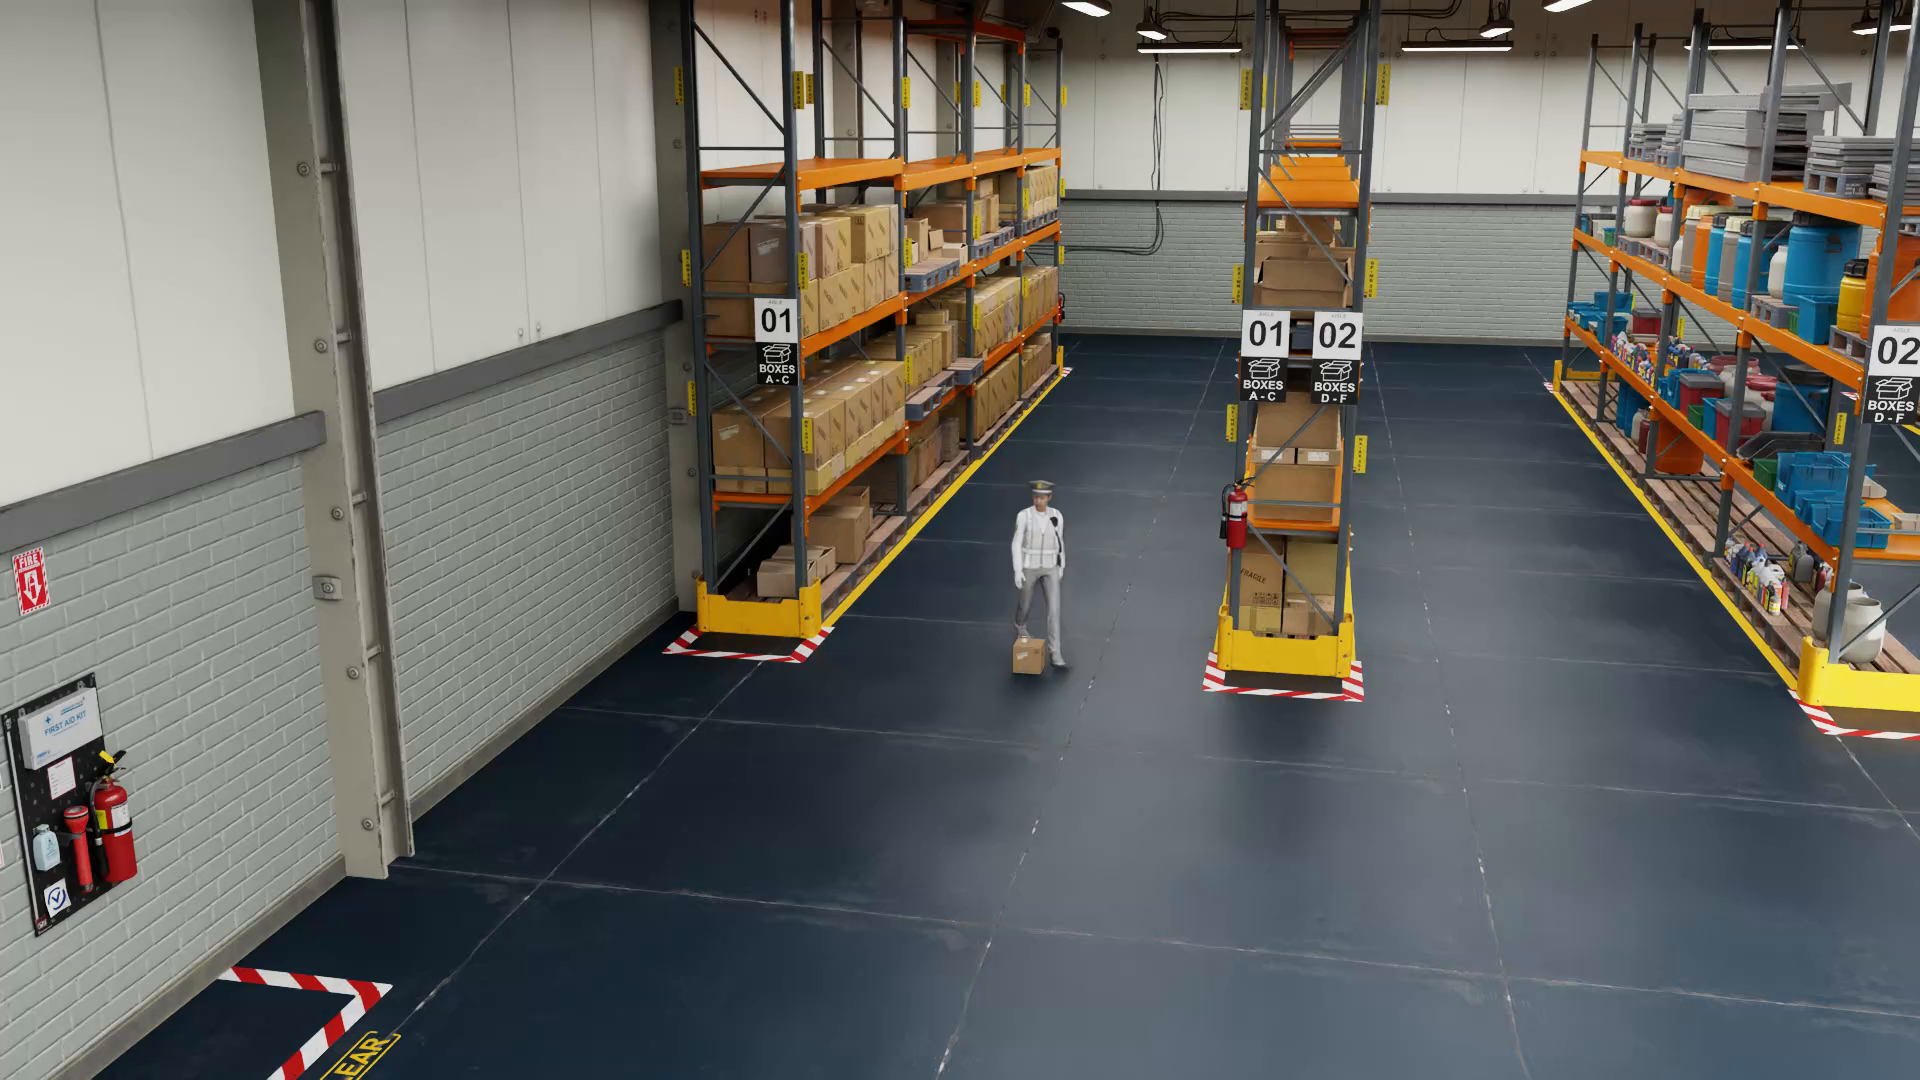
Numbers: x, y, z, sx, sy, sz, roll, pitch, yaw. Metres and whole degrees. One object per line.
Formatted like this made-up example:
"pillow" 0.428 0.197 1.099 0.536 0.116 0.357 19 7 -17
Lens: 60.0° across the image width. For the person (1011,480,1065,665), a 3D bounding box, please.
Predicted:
"person" 0.725 0.262 15.067 0.512 1.619 0.988 -1 15 -5
